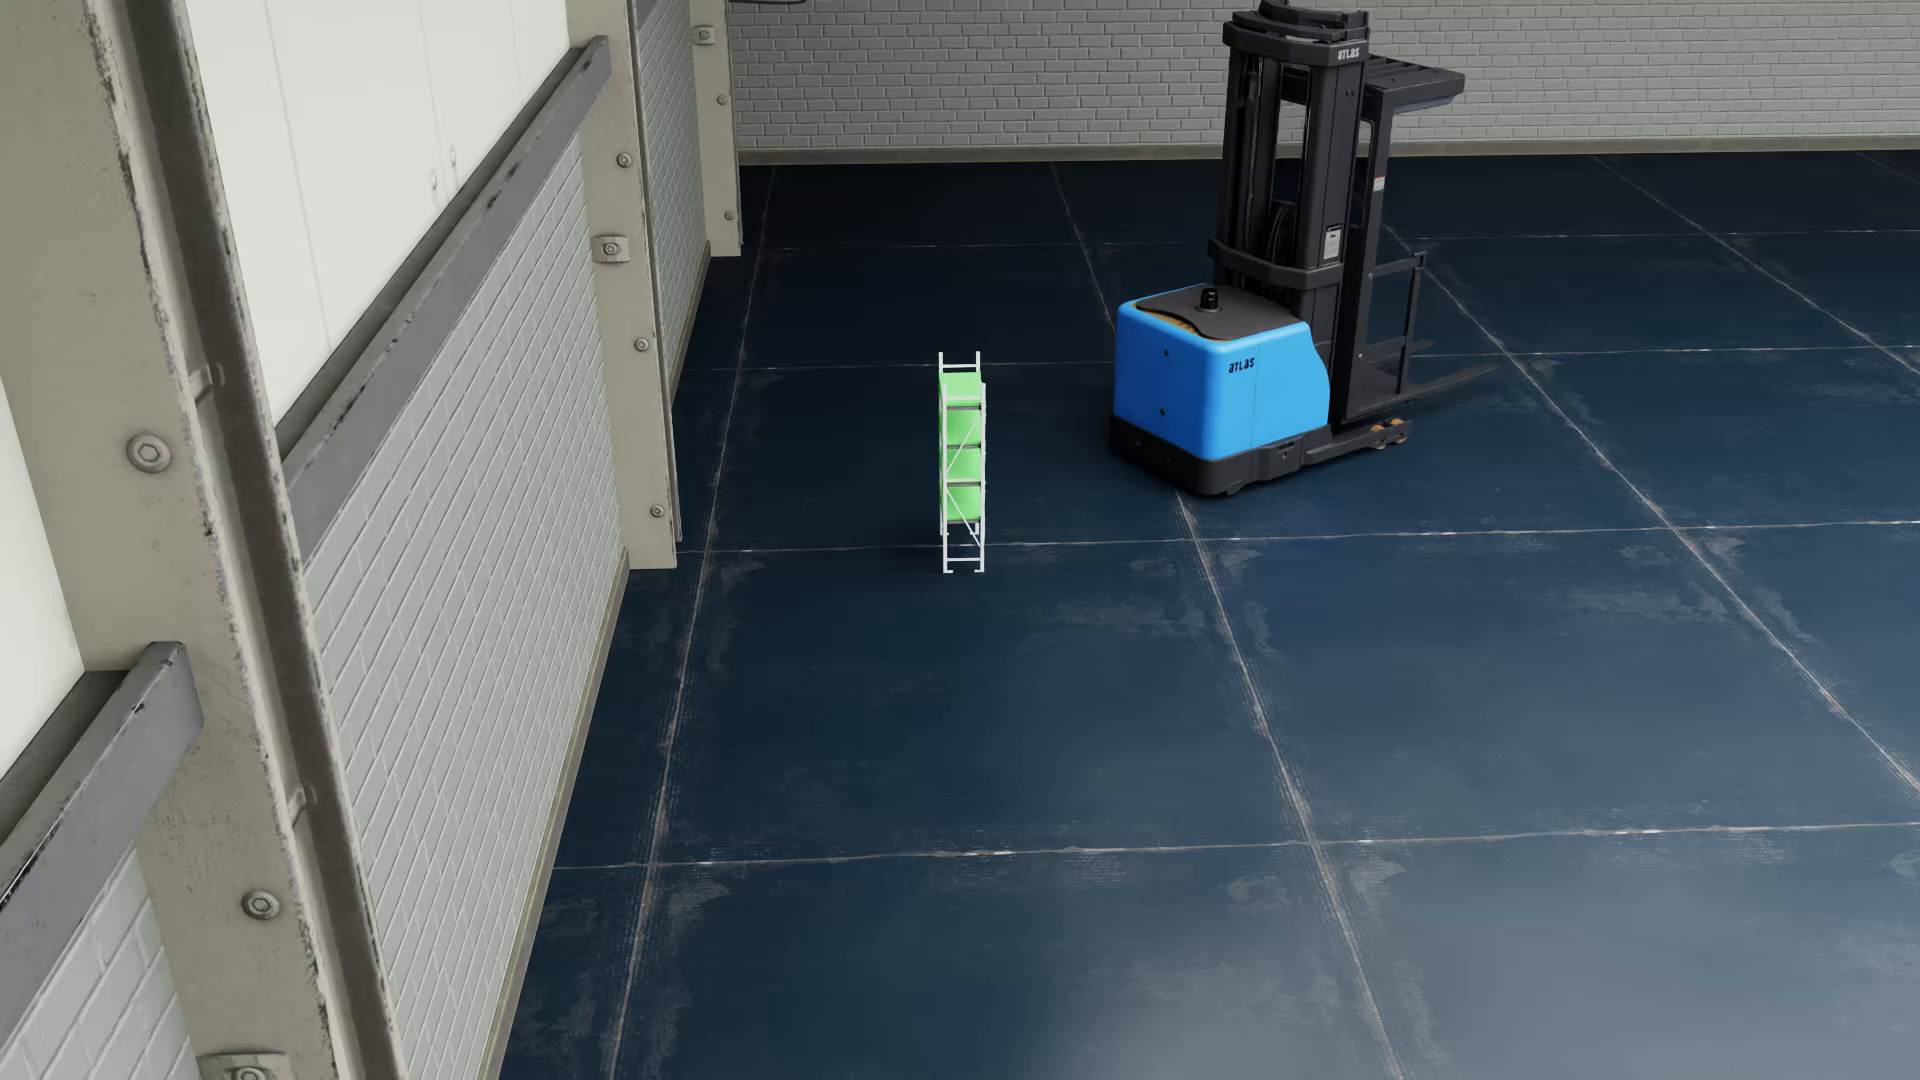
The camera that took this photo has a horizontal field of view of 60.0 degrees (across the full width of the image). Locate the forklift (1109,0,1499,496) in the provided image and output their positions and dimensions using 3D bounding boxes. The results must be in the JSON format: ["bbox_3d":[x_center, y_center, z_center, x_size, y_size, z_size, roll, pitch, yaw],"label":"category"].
[{"bbox_3d":[2.521,-2.103,11.113,3.031,2.935,1.130,-18,32,-30],"label":"forklift"}]

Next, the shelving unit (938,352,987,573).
[{"bbox_3d":[0.009,-0.456,9.826,0.258,1.200,0.503,-1,28,-3],"label":"shelving unit"}]

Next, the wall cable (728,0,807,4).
[{"bbox_3d":[-1.008,-6.697,16.718,3.097,2.526,0.112,-1,28,-3],"label":"wall cable"}]

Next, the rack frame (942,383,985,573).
[{"bbox_3d":[0.021,-0.343,9.610,0.240,1.200,0.015,-1,28,-3],"label":"rack frame"}]

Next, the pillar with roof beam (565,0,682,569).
[{"bbox_3d":[2.437,-4.015,8.217,9.100,9.000,0.400,-1,28,-3],"label":"pillar with roof beam"}]

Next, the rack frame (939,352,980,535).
[{"bbox_3d":[-0.004,-0.568,10.042,0.240,1.200,0.015,-1,28,-3],"label":"rack frame"}]

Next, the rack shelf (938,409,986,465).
[{"bbox_3d":[0.009,-0.612,9.745,0.258,0.148,0.480,-1,28,-3],"label":"rack shelf"}]

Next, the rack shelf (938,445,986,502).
[{"bbox_3d":[0.009,-0.399,9.856,0.258,0.148,0.480,-1,28,-3],"label":"rack shelf"}]

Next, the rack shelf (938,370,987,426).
[{"bbox_3d":[0.009,-0.824,9.634,0.258,0.148,0.480,-1,28,-3],"label":"rack shelf"}]

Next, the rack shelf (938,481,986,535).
[{"bbox_3d":[0.009,-0.186,9.966,0.258,0.148,0.480,-1,28,-3],"label":"rack shelf"}]

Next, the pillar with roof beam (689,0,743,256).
[{"bbox_3d":[2.124,-6.786,13.530,9.100,9.000,0.400,-1,28,-3],"label":"pillar with roof beam"}]
